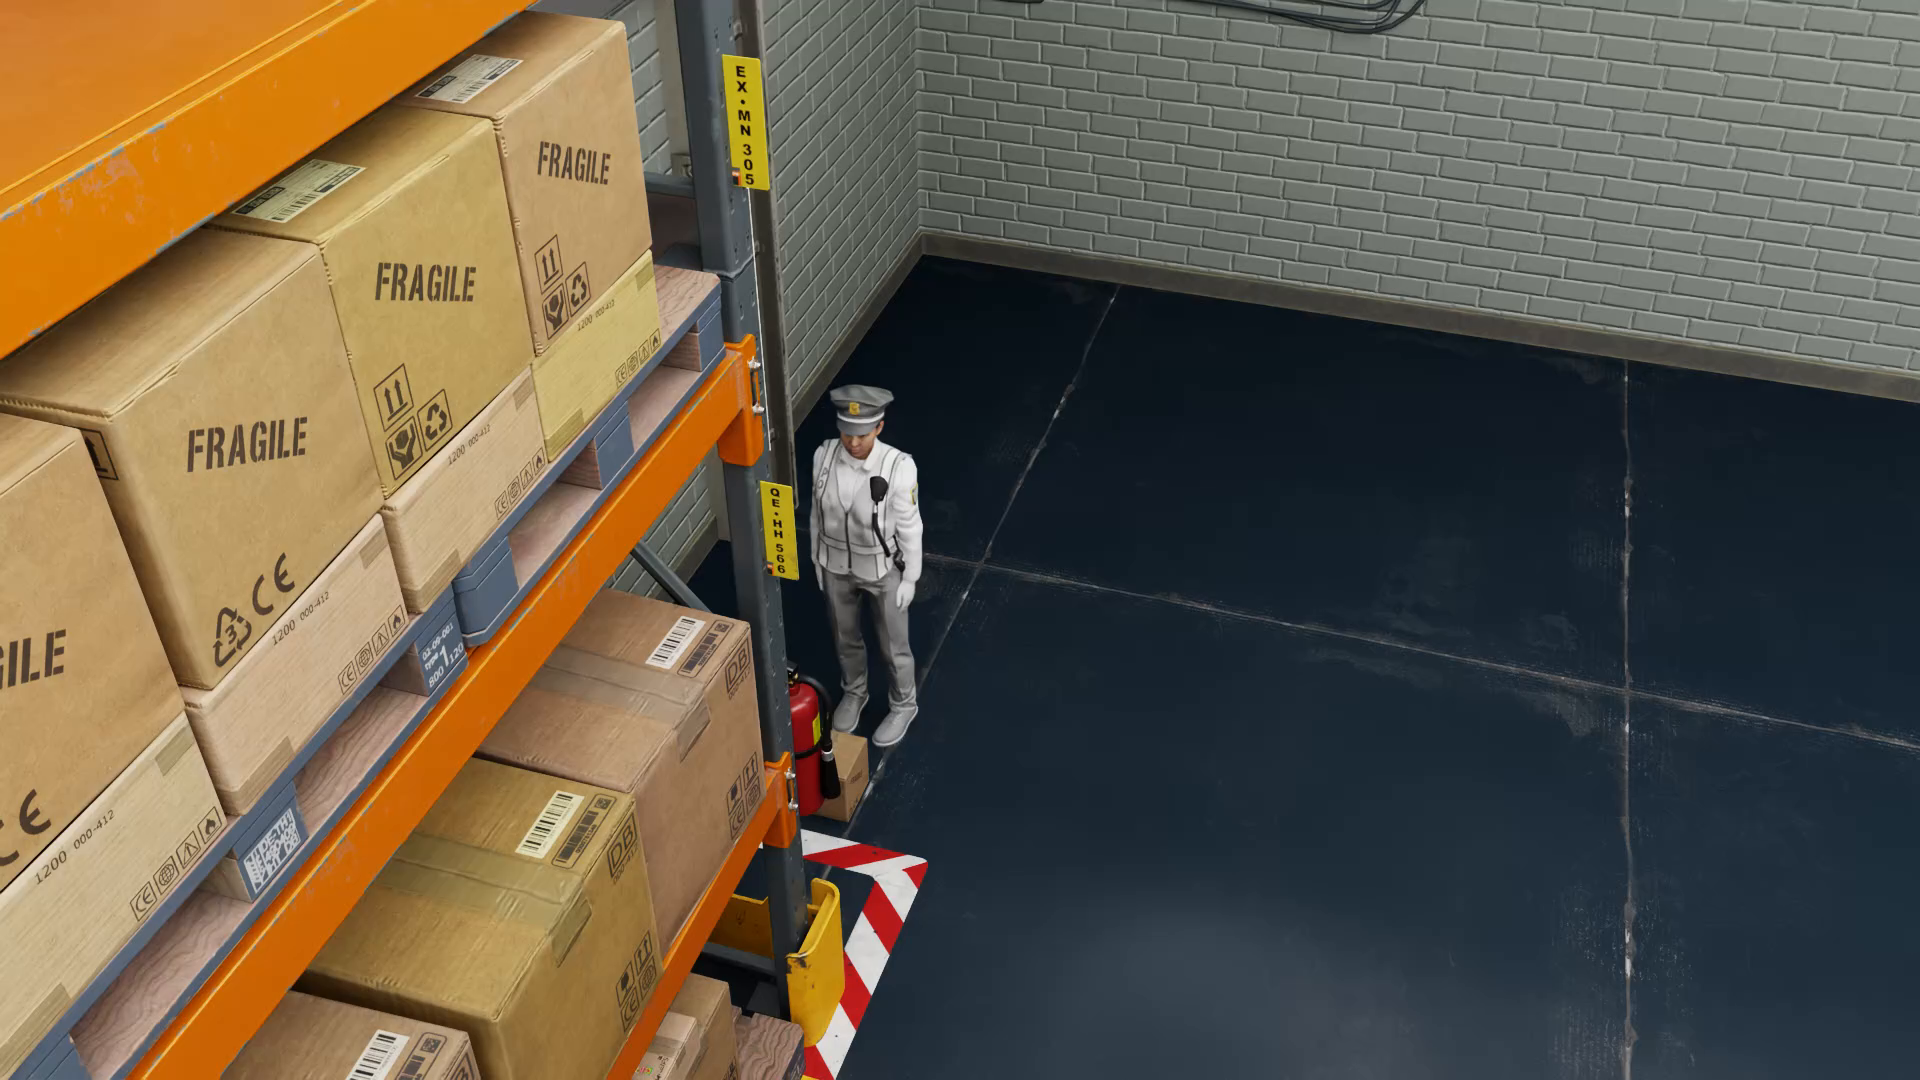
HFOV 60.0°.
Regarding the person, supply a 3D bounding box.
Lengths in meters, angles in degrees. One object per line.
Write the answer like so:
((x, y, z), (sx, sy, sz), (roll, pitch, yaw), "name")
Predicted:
((-0.383, 0.113, 6.727), (0.472, 1.685, 0.335), (11, 39, 14), "person")
